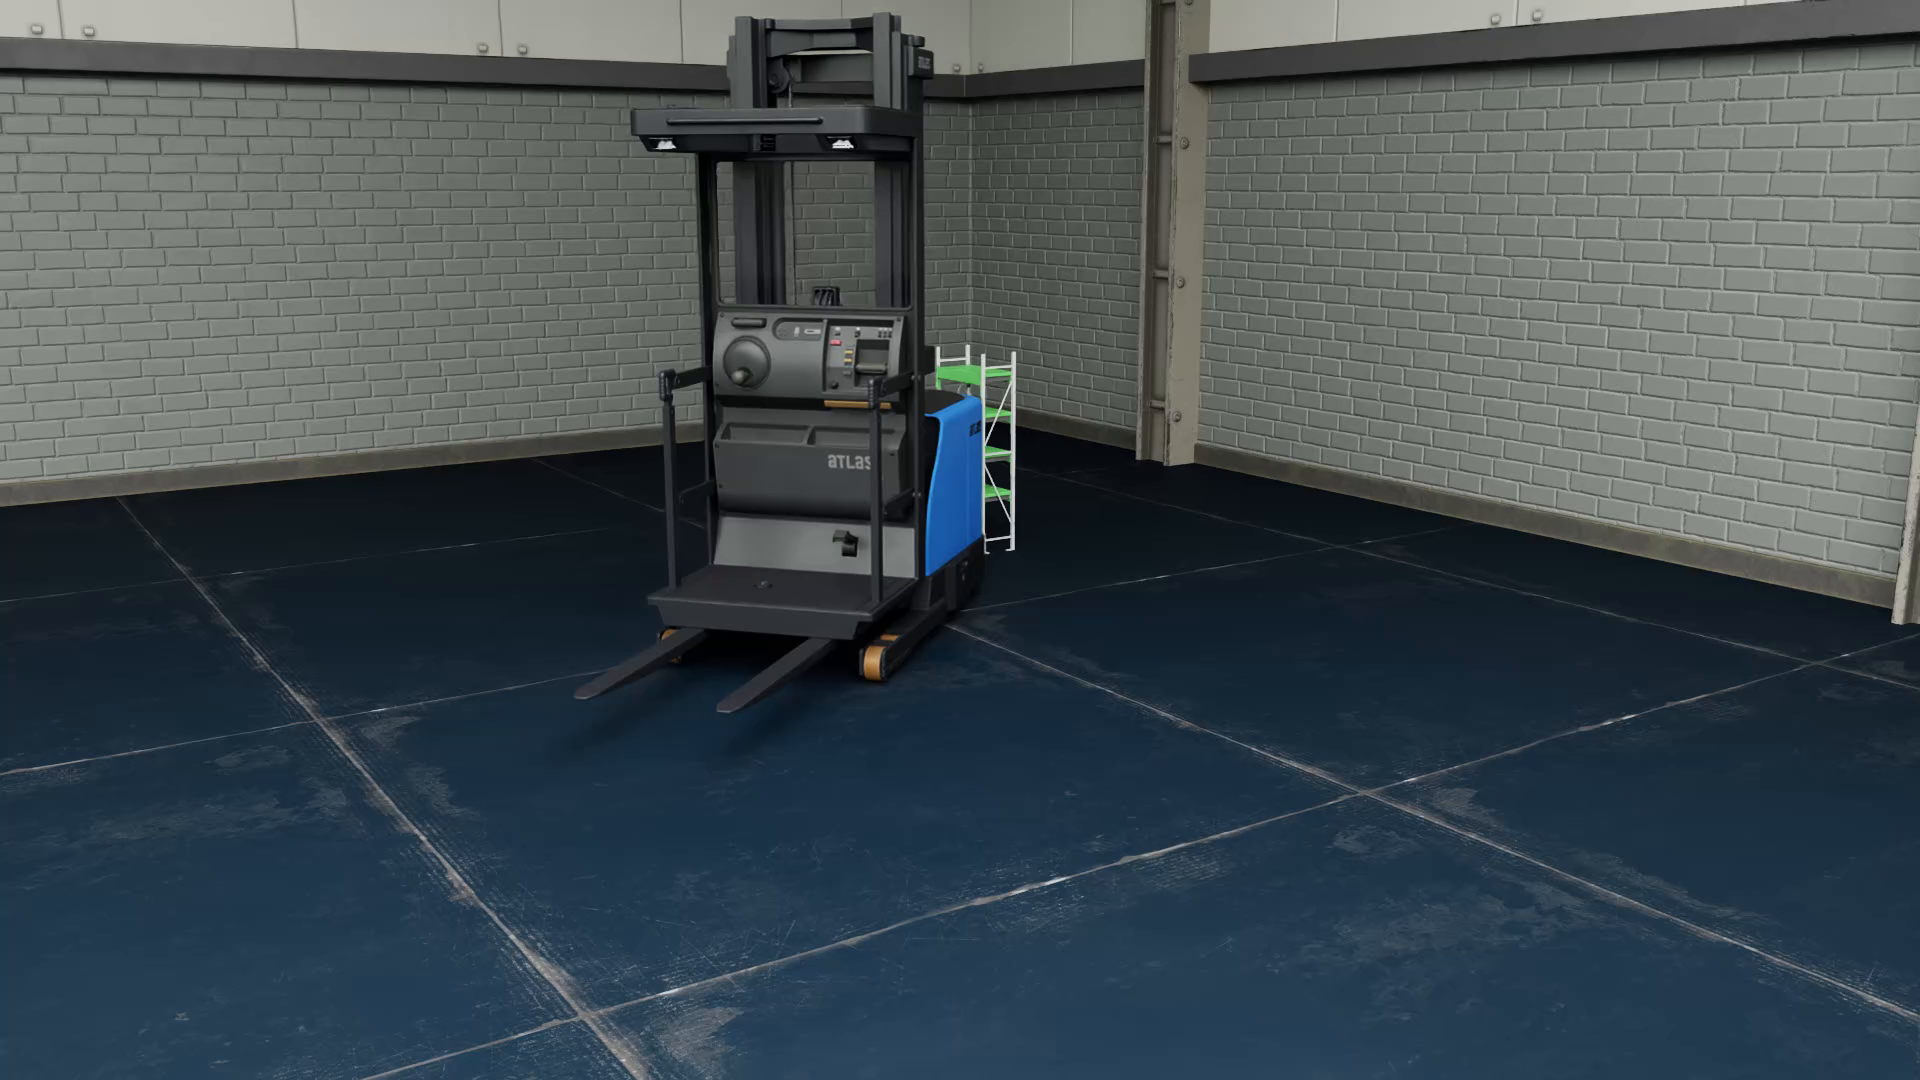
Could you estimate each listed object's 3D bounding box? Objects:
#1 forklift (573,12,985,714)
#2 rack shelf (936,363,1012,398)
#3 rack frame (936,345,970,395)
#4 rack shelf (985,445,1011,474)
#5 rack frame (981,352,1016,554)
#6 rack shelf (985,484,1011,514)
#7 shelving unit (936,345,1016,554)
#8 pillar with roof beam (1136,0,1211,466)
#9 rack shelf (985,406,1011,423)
[{"bbox_3d":[-0.770,-0.889,7.566,1.130,2.935,3.031,4,13,16],"label":"forklift"},{"bbox_3d":[0.092,-0.963,10.010,0.258,0.148,0.480,-8,15,-33],"label":"rack shelf"},{"bbox_3d":[-0.043,-0.600,10.297,0.240,1.200,0.015,-8,15,-33],"label":"rack frame"},{"bbox_3d":[0.092,-0.494,10.113,0.258,0.148,0.480,-8,15,-33],"label":"rack shelf"},{"bbox_3d":[0.227,-0.513,9.901,0.240,1.200,0.015,-8,15,-33],"label":"rack frame"},{"bbox_3d":[0.092,-0.260,10.164,0.258,0.148,0.480,-8,15,-33],"label":"rack shelf"},{"bbox_3d":[0.092,-0.557,10.099,0.258,1.200,0.503,-8,15,-33],"label":"shelving unit"},{"bbox_3d":[-1.942,-4.519,9.961,9.100,9.000,0.400,-8,15,-33],"label":"pillar with roof beam"},{"bbox_3d":[0.092,-0.729,10.061,0.258,0.148,0.480,-8,15,-33],"label":"rack shelf"}]
